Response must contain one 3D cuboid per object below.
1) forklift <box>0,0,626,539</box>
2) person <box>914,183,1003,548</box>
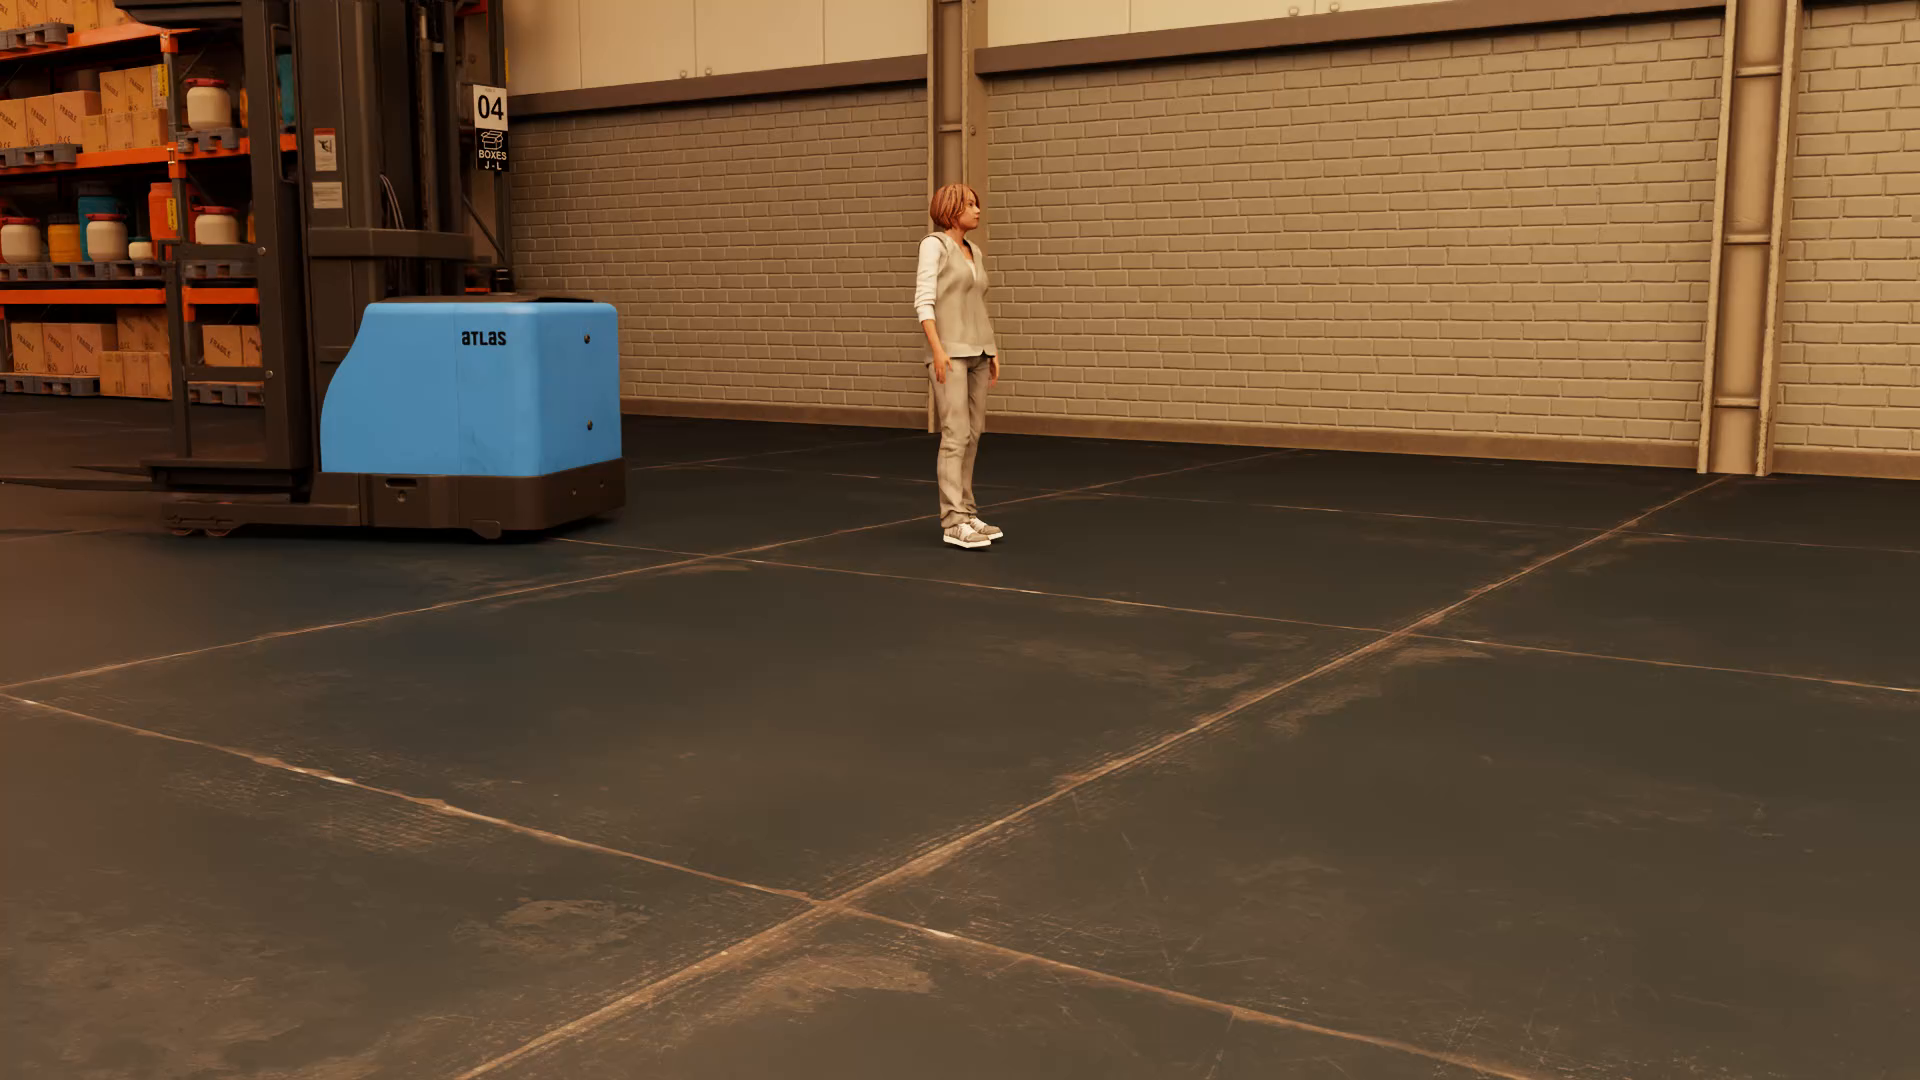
[{"bbox_3d":[-3.238,-1.535,7.988,3.031,2.935,1.130,2,8,12],"label":"forklift"},{"bbox_3d":[0.054,-0.790,7.438,0.473,1.599,0.521,5,10,34],"label":"person"}]
